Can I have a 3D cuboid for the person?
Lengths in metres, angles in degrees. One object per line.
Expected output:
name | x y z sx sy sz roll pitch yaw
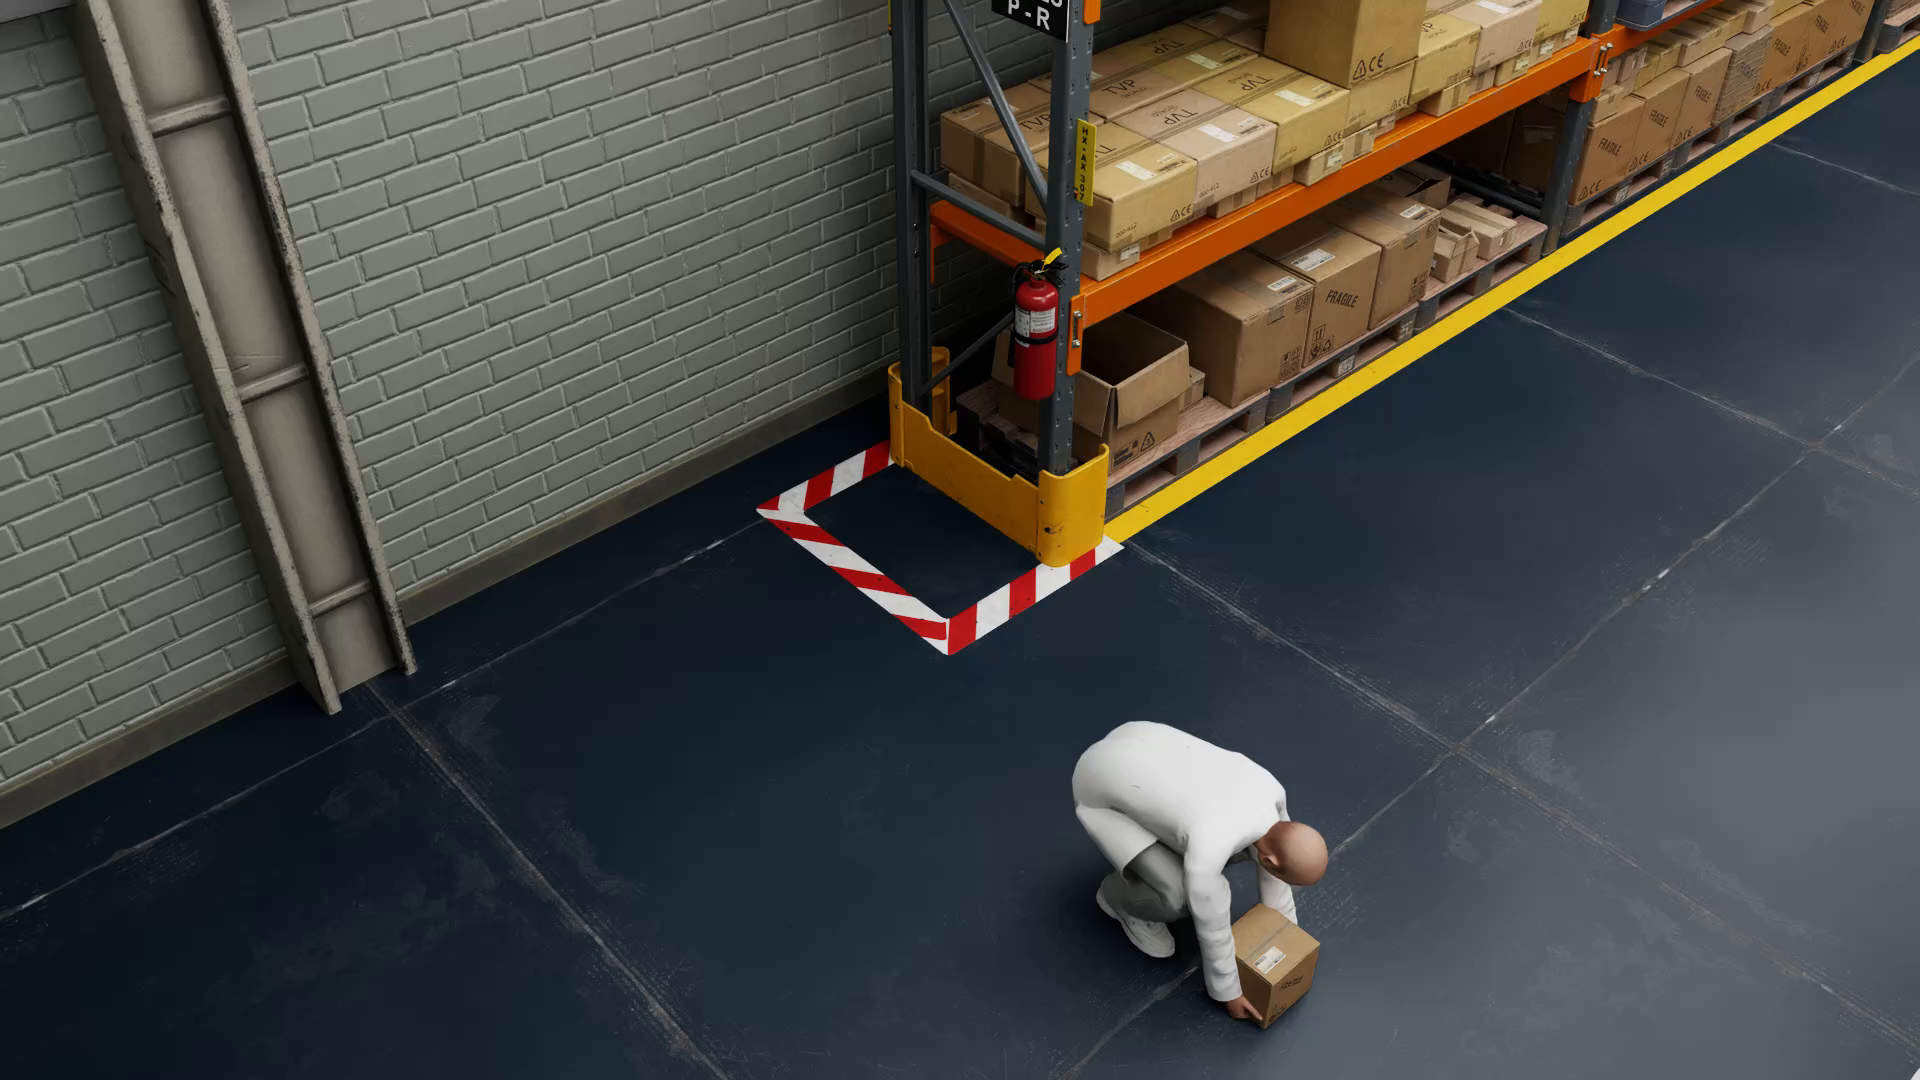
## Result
person | 0.788 1.068 5.652 0.575 0.816 0.943 -31 49 -32
